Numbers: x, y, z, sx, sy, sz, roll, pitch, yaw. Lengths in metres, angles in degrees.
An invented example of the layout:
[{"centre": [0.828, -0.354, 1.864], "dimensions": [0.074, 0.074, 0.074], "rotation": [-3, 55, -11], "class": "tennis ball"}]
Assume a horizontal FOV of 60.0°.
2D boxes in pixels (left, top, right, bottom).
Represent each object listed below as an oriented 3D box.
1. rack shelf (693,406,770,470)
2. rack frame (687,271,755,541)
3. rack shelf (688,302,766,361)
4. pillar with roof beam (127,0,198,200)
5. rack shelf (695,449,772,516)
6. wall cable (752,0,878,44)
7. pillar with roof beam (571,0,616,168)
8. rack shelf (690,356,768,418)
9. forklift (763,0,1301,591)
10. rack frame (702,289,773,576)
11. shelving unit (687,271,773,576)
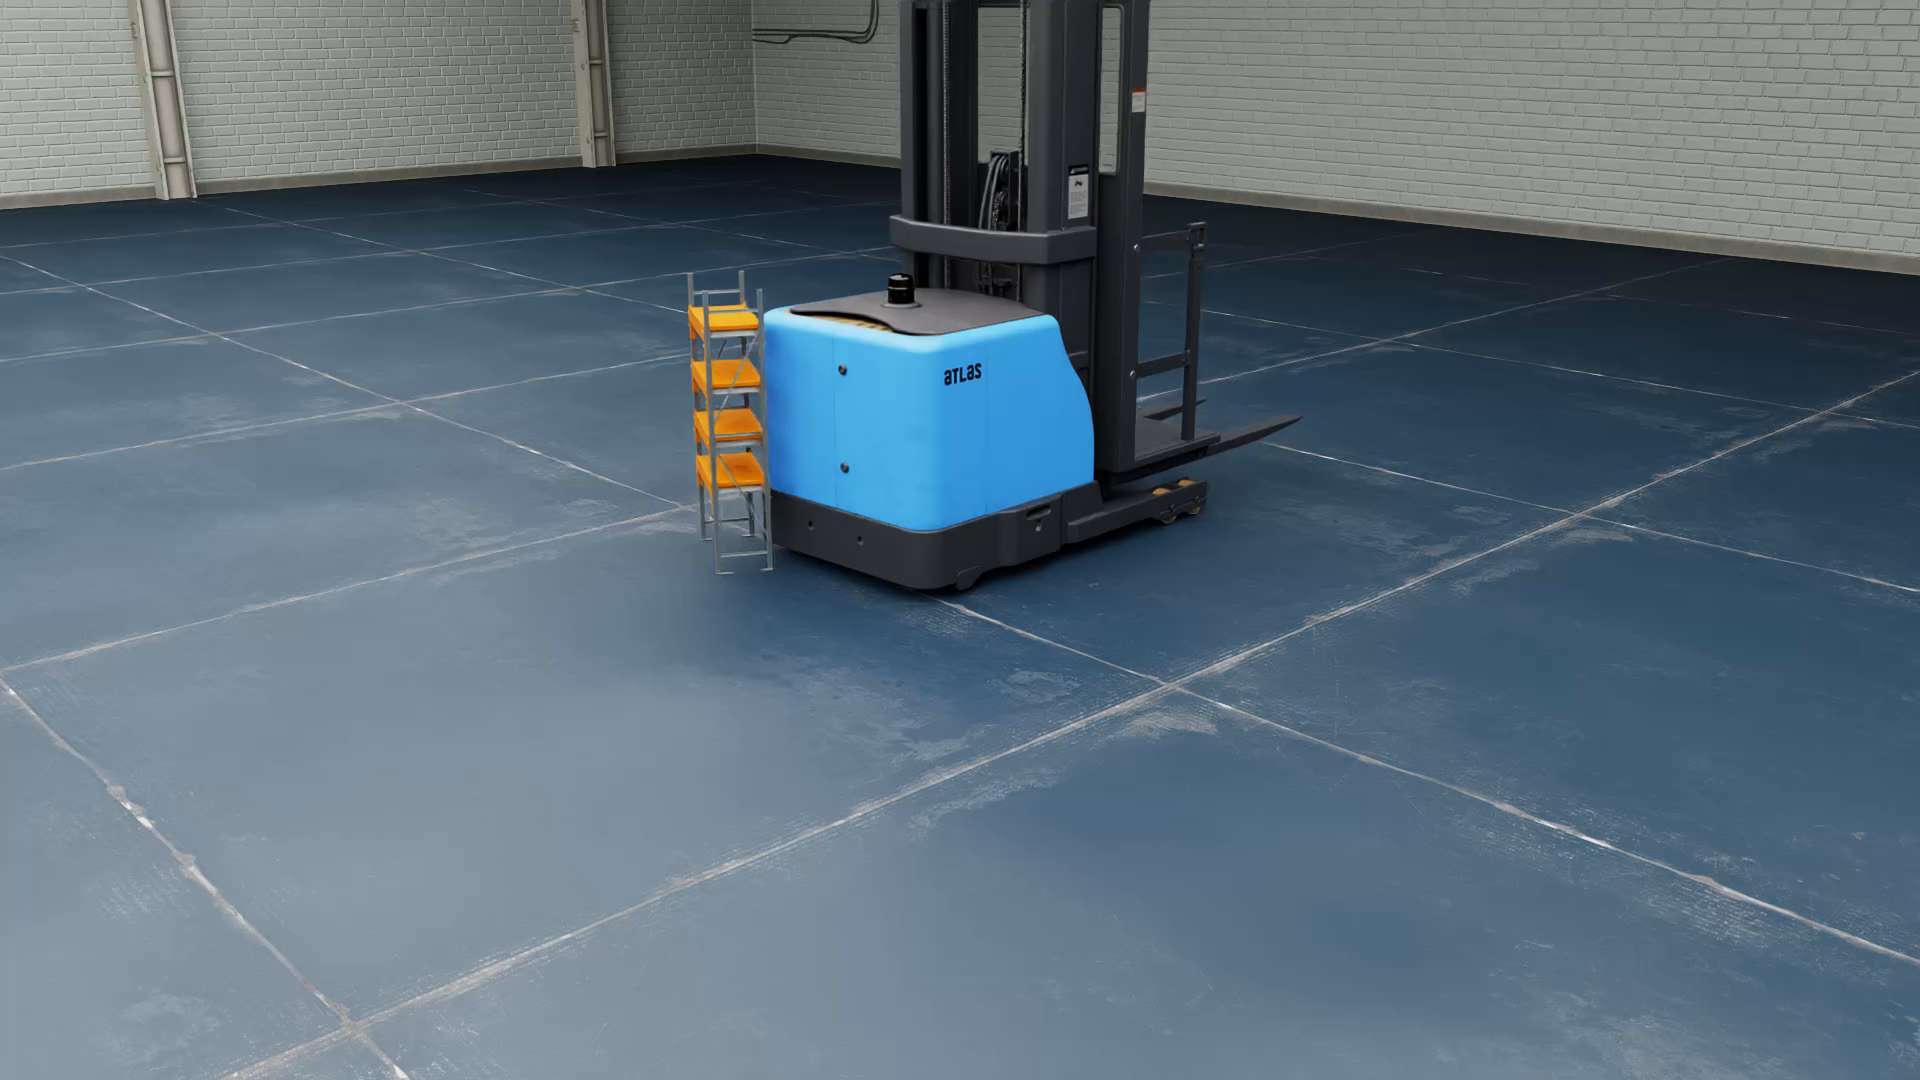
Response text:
[{"centre": [-0.981, -0.441, 7.117], "dimensions": [0.258, 0.148, 0.480], "rotation": [-5, 19, -15], "class": "rack shelf"}, {"centre": [-1.047, -0.577, 7.319], "dimensions": [0.240, 1.200, 0.015], "rotation": [-5, 19, -15], "class": "rack frame"}, {"centre": [-0.981, -0.879, 6.974], "dimensions": [0.258, 0.148, 0.480], "rotation": [-5, 19, -15], "class": "rack shelf"}, {"centre": [-6.706, -7.541, 16.154], "dimensions": [0.400, 9.000, 9.100], "rotation": [-16, 24, -41], "class": "pillar with roof beam"}, {"centre": [-0.981, -0.252, 7.178], "dimensions": [0.258, 0.148, 0.480], "rotation": [-5, 19, -15], "class": "rack shelf"}, {"centre": [-2.255, -8.628, 24.541], "dimensions": [0.112, 2.526, 3.097], "rotation": [-16, 24, -41], "class": "wall cable"}, {"centre": [-2.346, -8.813, 20.075], "dimensions": [0.400, 9.000, 9.100], "rotation": [-16, 24, -41], "class": "pillar with roof beam"}, {"centre": [-0.981, -0.654, 7.047], "dimensions": [0.258, 0.148, 0.480], "rotation": [-5, 19, -15], "class": "rack shelf"}, {"centre": [0.522, -1.565, 7.559], "dimensions": [1.130, 2.935, 3.031], "rotation": [16, 24, 41], "class": "forklift"}, {"centre": [-0.915, -0.432, 6.872], "dimensions": [0.240, 1.200, 0.015], "rotation": [-5, 19, -15], "class": "rack frame"}, {"centre": [-0.981, -0.505, 7.096], "dimensions": [0.258, 1.200, 0.503], "rotation": [-5, 19, -15], "class": "shelving unit"}]
